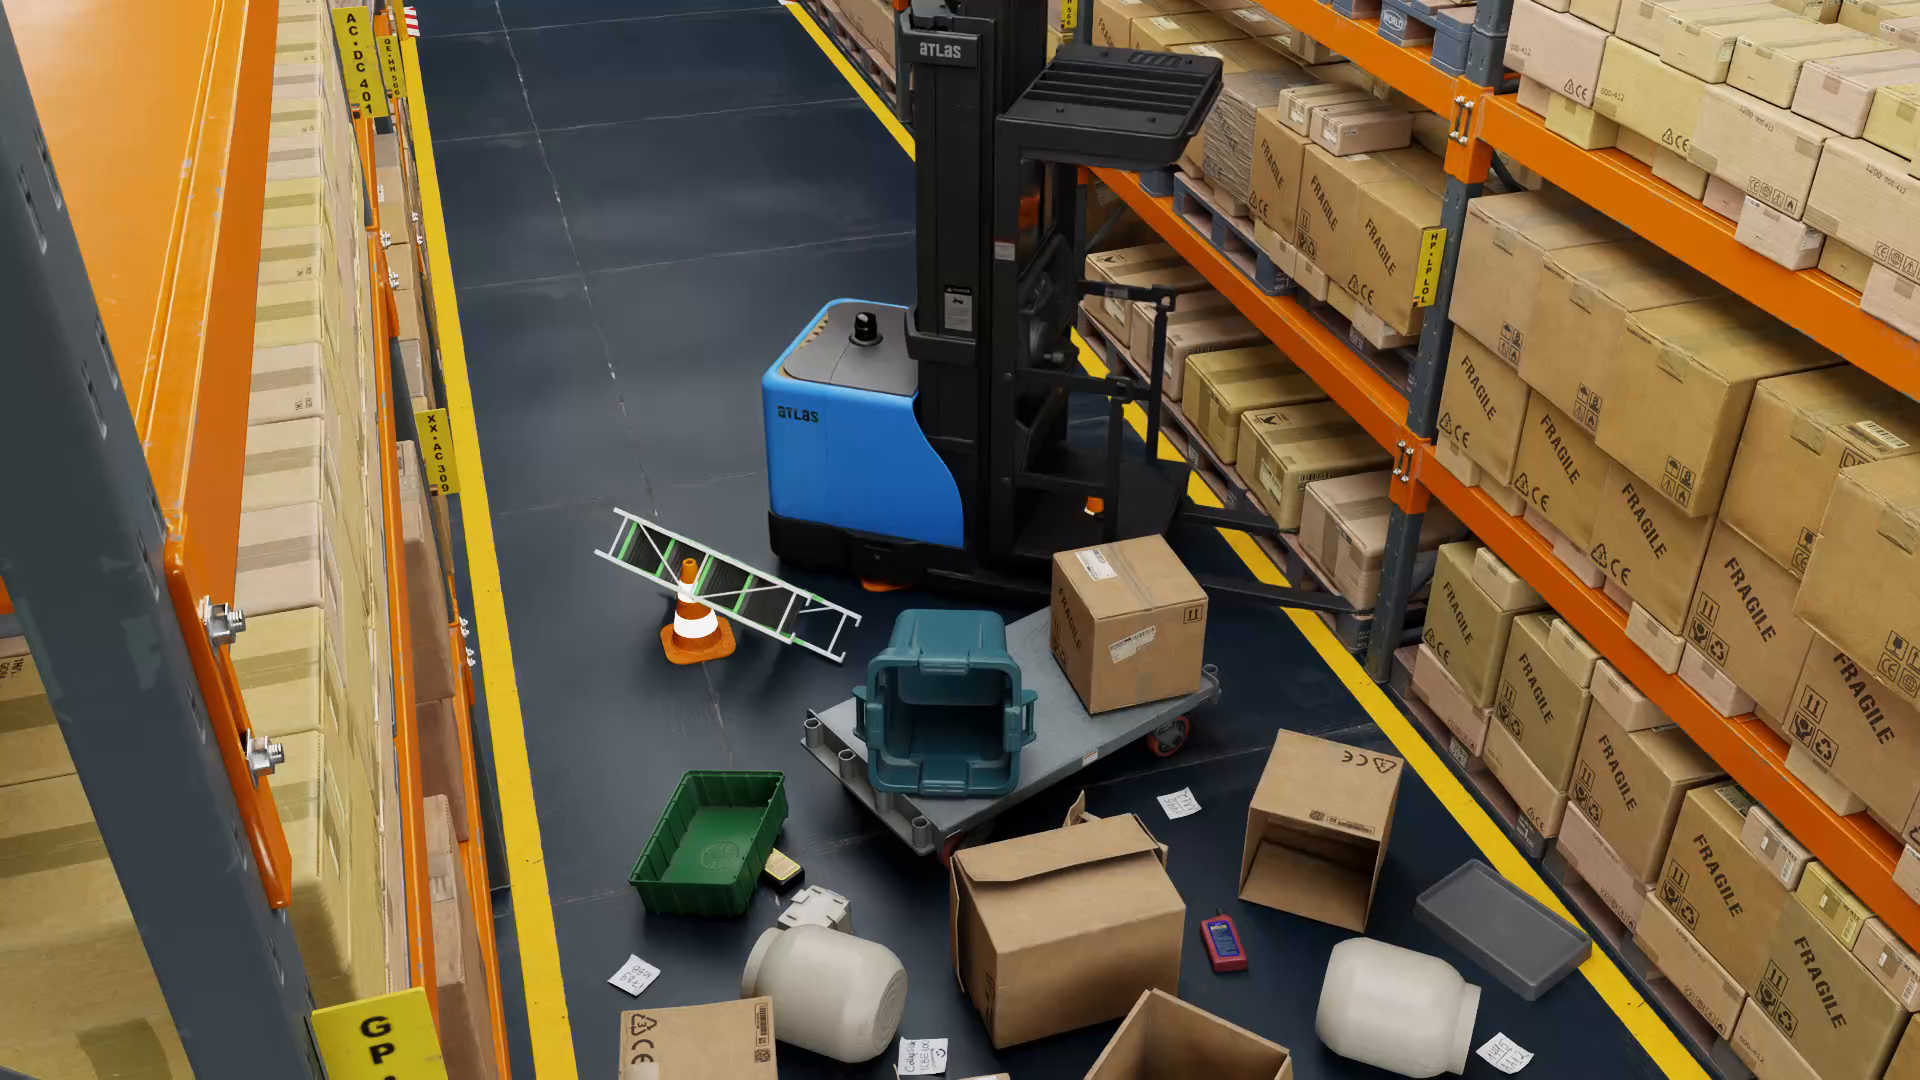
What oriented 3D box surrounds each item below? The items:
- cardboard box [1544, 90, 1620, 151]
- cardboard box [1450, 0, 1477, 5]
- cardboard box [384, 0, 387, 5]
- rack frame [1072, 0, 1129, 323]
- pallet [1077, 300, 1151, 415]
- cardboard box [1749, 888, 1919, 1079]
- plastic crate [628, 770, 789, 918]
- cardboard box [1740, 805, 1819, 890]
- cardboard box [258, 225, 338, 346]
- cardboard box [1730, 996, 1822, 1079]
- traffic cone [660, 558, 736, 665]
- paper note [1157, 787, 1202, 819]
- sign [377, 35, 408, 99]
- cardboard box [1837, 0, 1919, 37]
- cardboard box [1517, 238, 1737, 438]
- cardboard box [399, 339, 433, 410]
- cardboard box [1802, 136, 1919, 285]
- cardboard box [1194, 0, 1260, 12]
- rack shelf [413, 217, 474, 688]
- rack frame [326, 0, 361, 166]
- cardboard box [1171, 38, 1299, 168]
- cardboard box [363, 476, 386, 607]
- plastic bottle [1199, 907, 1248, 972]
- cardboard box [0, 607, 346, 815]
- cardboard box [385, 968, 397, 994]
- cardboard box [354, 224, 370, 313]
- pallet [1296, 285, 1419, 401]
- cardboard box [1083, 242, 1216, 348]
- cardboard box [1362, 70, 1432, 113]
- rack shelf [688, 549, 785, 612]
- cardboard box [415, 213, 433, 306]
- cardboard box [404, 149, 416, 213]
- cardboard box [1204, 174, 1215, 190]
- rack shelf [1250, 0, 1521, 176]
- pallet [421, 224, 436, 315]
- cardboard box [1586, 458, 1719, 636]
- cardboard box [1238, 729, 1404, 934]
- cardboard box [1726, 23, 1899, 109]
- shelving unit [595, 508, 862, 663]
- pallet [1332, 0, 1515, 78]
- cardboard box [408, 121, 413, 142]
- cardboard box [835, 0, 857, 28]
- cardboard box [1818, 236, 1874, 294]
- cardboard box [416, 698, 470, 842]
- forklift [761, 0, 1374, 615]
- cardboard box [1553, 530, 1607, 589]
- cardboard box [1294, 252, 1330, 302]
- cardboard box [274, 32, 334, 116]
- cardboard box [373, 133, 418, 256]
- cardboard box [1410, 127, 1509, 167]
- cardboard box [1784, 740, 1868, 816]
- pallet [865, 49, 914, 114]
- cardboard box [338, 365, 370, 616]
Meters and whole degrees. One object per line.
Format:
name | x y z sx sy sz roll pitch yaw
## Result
cardboard box | 2.279 -1.486 5.785 0.380 0.149 0.250 -10 35 -15
cardboard box | 2.077 -2.338 6.601 0.500 0.250 0.500 -11 35 -16
cardboard box | -4.505 -4.105 12.469 0.380 0.149 0.250 -9 34 -13
rack frame | 1.173 -2.791 10.253 1.000 3.000 0.127 -10 35 -15
pallet | 1.410 -1.217 10.401 1.003 0.211 1.213 -10 35 -15
cardboard box | 2.958 1.418 5.317 0.500 0.500 0.500 -9 34 -13
plastic crate | -0.990 1.214 6.690 0.450 0.188 0.662 -2 32 16
cardboard box | 2.792 0.968 5.409 0.380 0.149 0.250 -9 34 -13
cardboard box | -1.334 -0.433 2.996 0.380 0.149 0.250 -10 35 -14
cardboard box | 2.960 1.728 5.527 0.500 0.250 0.500 -10 35 -15
traffic cone | -1.261 0.295 7.884 0.336 0.463 0.334 -10 35 -15
paper note | 0.930 1.113 7.038 0.148 0.019 0.142 -10 35 -15
sign | -2.983 -2.484 8.738 0.100 0.325 0.005 -10 35 -15
cardboard box | 3.048 -1.651 5.312 0.380 0.149 0.250 -9 35 -13
cardboard box | 2.456 -0.735 5.874 0.700 0.500 0.500 -10 35 -14
cardboard box | -2.349 -0.434 6.595 0.500 0.500 0.500 -10 35 -14
cardboard box | 2.729 -0.928 4.579 0.500 0.250 0.500 -10 35 -14
cardboard box | 1.576 -2.940 9.738 0.500 0.500 0.500 -11 35 -16
rack shelf | -2.900 -0.556 7.523 1.077 0.370 4.000 -10 35 -15
rack frame | -2.290 -2.309 4.081 1.000 3.000 0.127 -10 35 -15
cardboard box | 1.424 -2.307 8.779 0.500 0.500 0.500 -9 35 -14
cardboard box | -1.254 0.034 3.013 0.380 0.149 0.250 -10 35 -15
plastic bottle | 1.001 1.528 6.383 0.133 0.061 0.283 -4 34 -6
cardboard box | -0.944 0.238 1.982 0.380 0.149 0.250 -10 35 -14
cardboard box | -0.869 0.697 2.010 0.380 0.149 0.250 -10 35 -14
cardboard box | -1.640 -0.630 4.018 0.380 0.149 0.250 -10 35 -15
pallet | 2.298 -1.037 7.772 1.003 0.211 1.213 -10 35 -15
cardboard box | 1.336 -1.572 10.411 0.950 0.372 0.625 -12 35 -18
cardboard box | 2.157 -2.162 7.972 0.380 0.149 0.250 -8 34 -12
rack shelf | -1.052 0.234 7.869 0.148 0.258 0.480 22 -4 27
cardboard box | -3.640 -1.716 10.512 0.500 0.500 0.500 -10 35 -14
cardboard box | -3.784 -2.282 10.689 0.500 0.250 0.500 -10 35 -14
cardboard box | 1.524 -1.951 8.829 0.380 0.149 0.250 -9 34 -13
rack shelf | 1.783 -2.693 8.036 1.077 0.370 4.000 -10 35 -15
pallet | -4.116 -1.792 11.271 1.003 0.211 1.213 -10 35 -15
cardboard box | 2.578 -0.054 5.750 0.500 0.500 0.500 -10 35 -15
cardboard box | 1.424 1.142 6.566 0.500 0.500 0.500 13 36 18
cardboard box | 2.536 -1.414 4.953 0.380 0.149 0.250 -11 35 -16
shelving unit | -1.104 0.212 7.898 1.200 0.258 0.503 22 -4 27
pallet | 2.306 -2.206 6.818 1.213 0.211 1.003 -10 35 -15
cardboard box | -4.536 -3.237 13.133 0.380 0.149 0.250 -12 35 -17
cardboard box | -0.684 -5.289 15.976 0.875 0.438 0.875 -9 35 -13
cardboard box | 2.725 -0.822 4.780 0.380 0.149 0.250 -10 35 -14
cardboard box | -1.977 0.608 4.973 0.875 0.550 0.550 -10 35 -15
forklift | 0.600 -1.117 7.782 3.031 2.935 1.130 10 35 14
cardboard box | 2.462 0.027 6.216 0.380 0.149 0.250 -9 35 -13
cardboard box | 1.797 -1.256 7.777 0.380 0.149 0.250 -11 35 -16
cardboard box | -1.722 -1.099 4.004 0.380 0.149 0.250 -10 35 -15
cardboard box | -3.117 -1.756 8.596 0.500 0.500 0.500 -10 35 -15
cardboard box | 2.370 -1.590 7.693 0.500 0.500 0.500 -10 35 -15
cardboard box | 2.838 0.694 5.207 0.380 0.149 0.250 -10 35 -15
pallet | -0.205 -4.140 14.824 1.003 0.211 1.213 -10 35 -15
cardboard box | -1.284 -0.063 2.799 0.500 0.250 0.500 -10 35 -15
